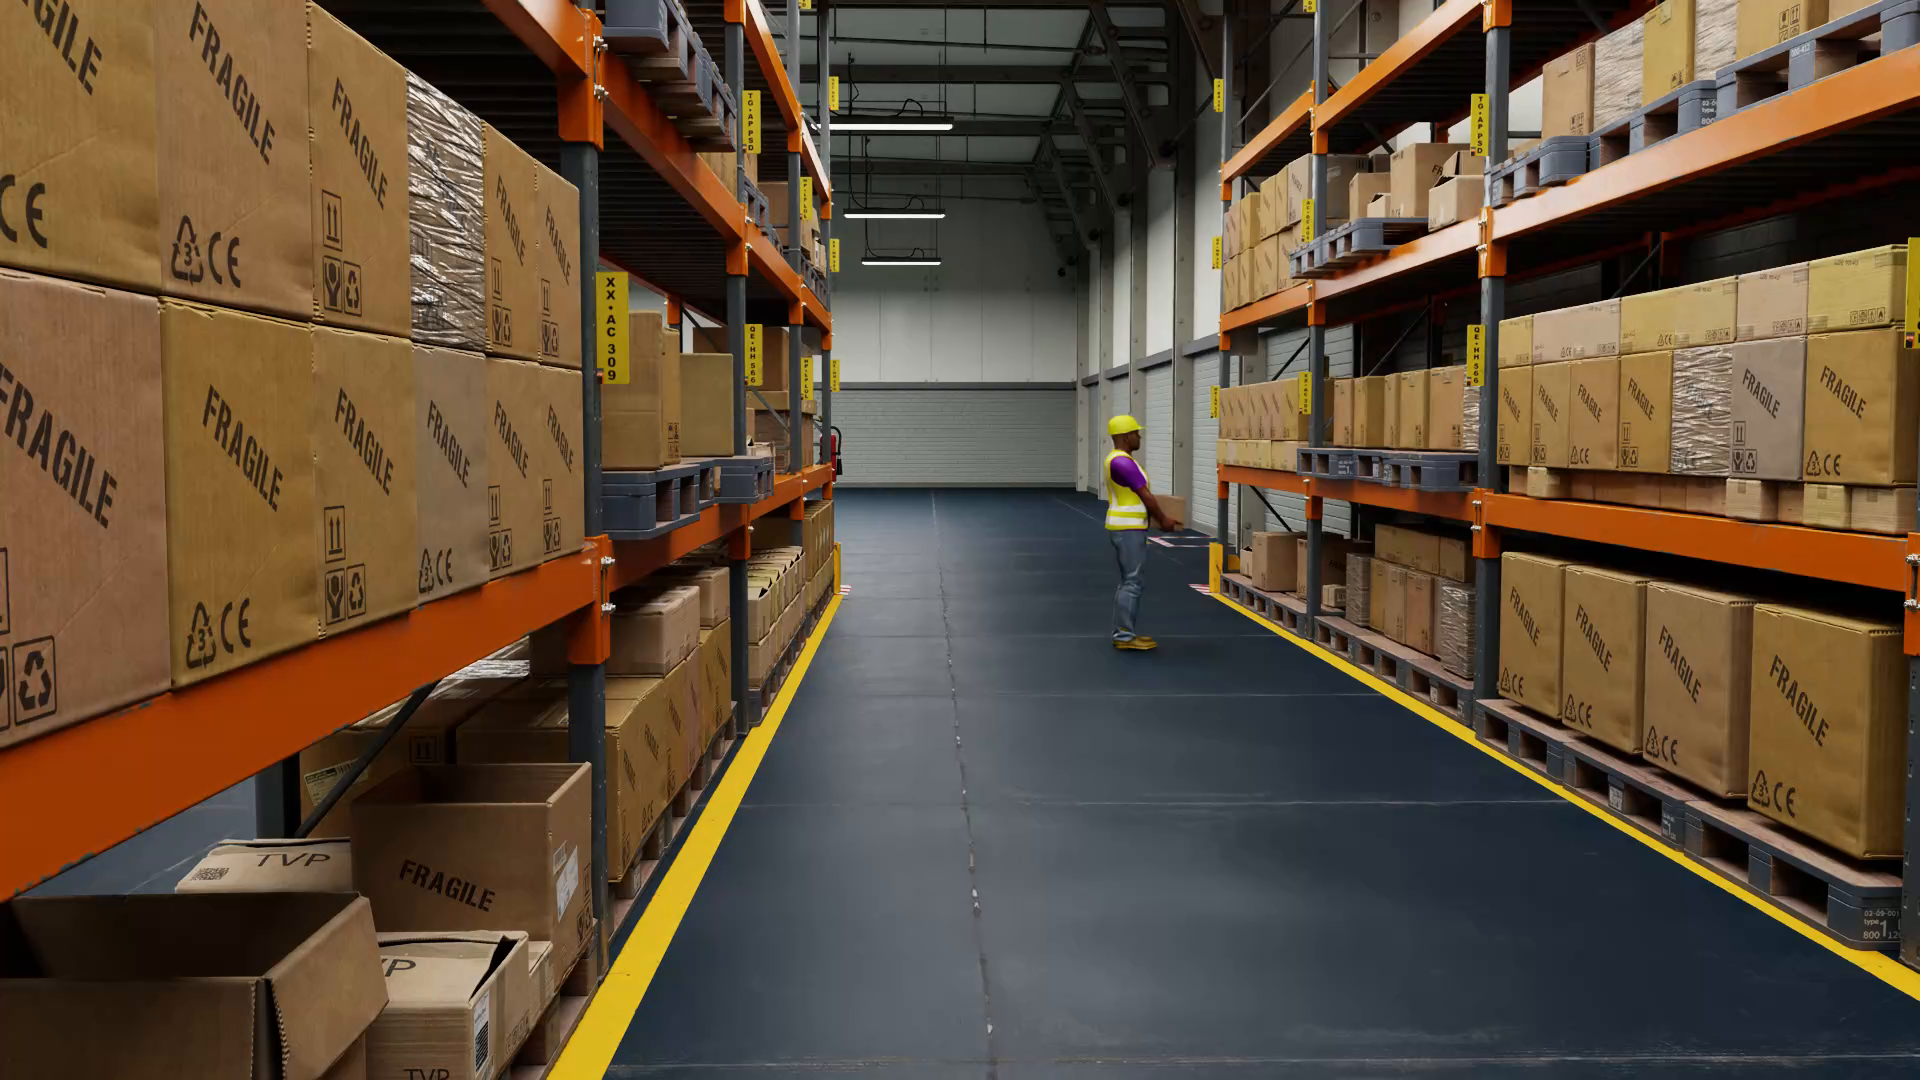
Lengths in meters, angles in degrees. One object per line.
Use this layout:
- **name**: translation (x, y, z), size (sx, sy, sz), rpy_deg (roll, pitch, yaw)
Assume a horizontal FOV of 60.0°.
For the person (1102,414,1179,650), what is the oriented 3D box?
- **person**: translation (1.357, -0.067, 12.569), size (0.560, 1.769, 0.535), rpy_deg (0, 4, -2)
